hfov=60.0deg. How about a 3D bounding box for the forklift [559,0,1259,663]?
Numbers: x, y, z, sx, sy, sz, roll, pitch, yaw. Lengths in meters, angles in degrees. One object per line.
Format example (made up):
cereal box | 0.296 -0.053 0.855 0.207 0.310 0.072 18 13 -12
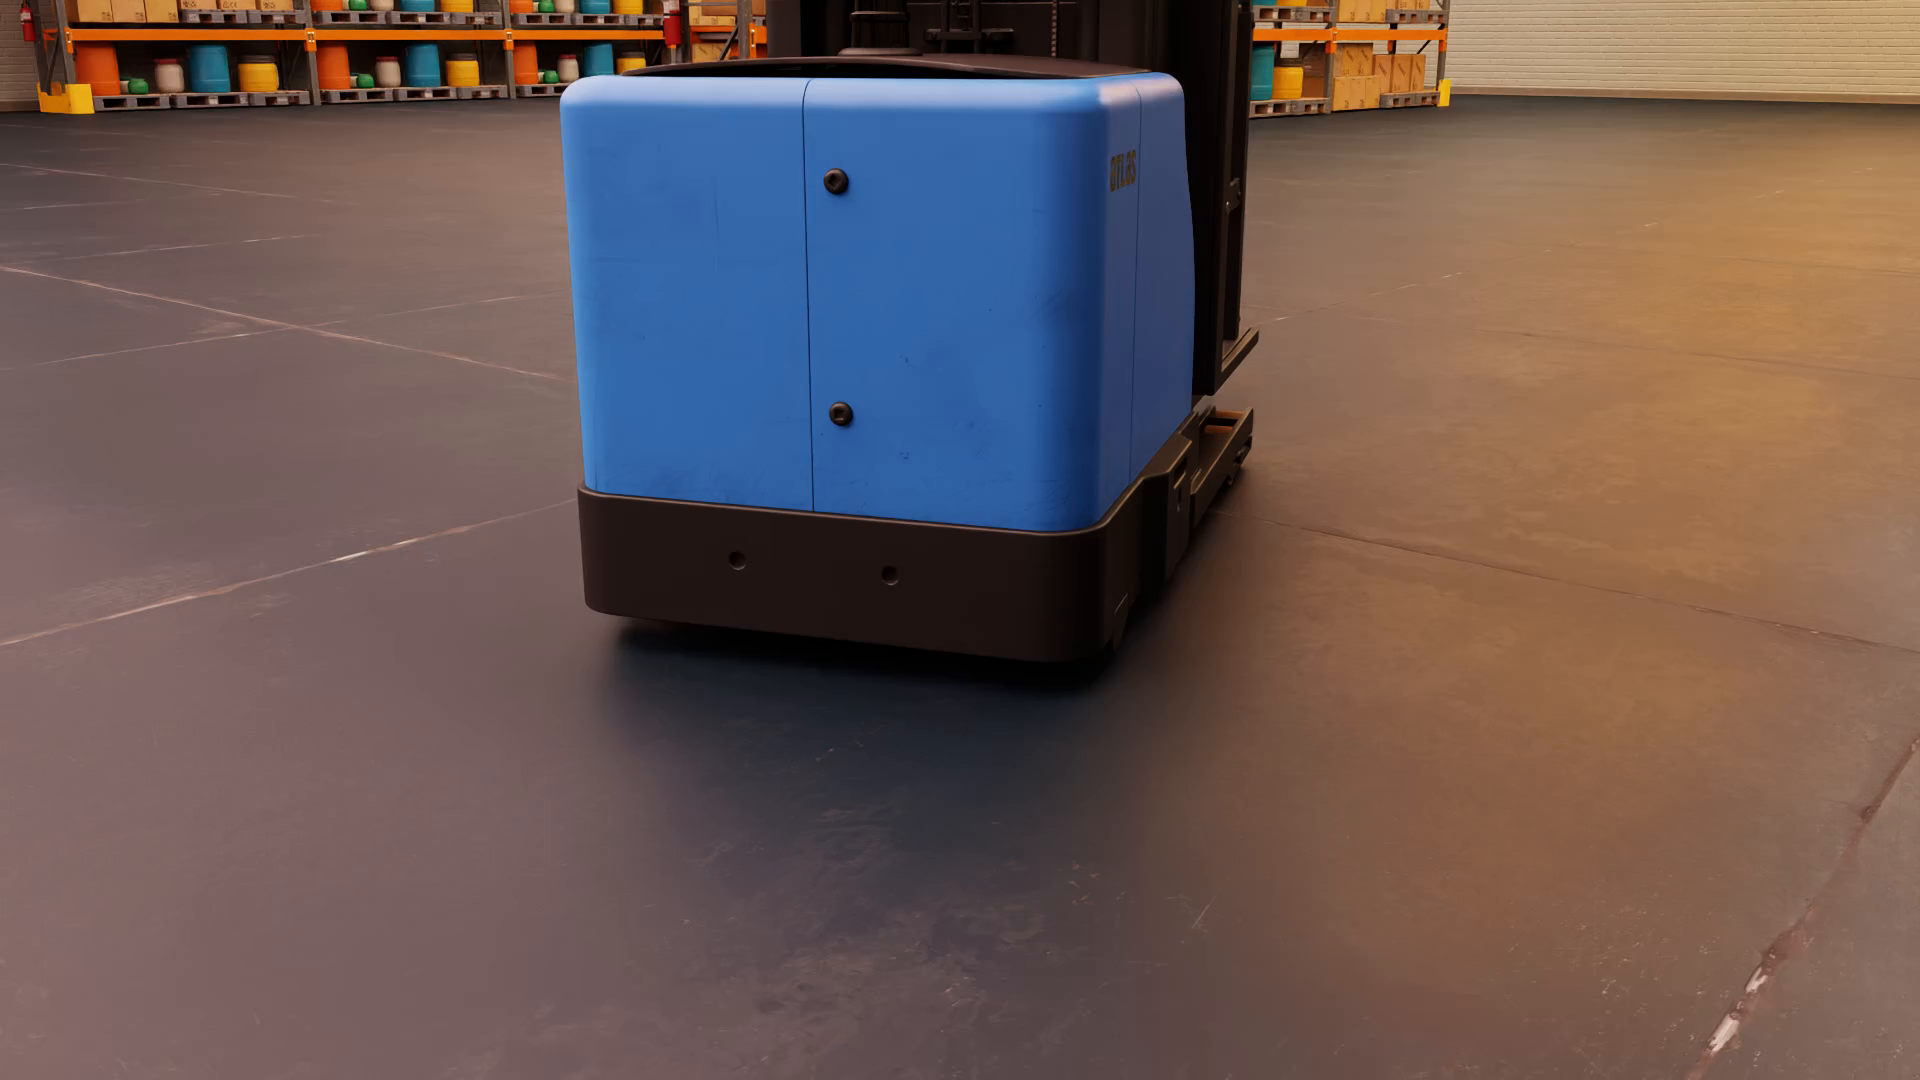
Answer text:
forklift | 0.182 -1.571 4.072 1.130 2.935 3.031 5 18 17
